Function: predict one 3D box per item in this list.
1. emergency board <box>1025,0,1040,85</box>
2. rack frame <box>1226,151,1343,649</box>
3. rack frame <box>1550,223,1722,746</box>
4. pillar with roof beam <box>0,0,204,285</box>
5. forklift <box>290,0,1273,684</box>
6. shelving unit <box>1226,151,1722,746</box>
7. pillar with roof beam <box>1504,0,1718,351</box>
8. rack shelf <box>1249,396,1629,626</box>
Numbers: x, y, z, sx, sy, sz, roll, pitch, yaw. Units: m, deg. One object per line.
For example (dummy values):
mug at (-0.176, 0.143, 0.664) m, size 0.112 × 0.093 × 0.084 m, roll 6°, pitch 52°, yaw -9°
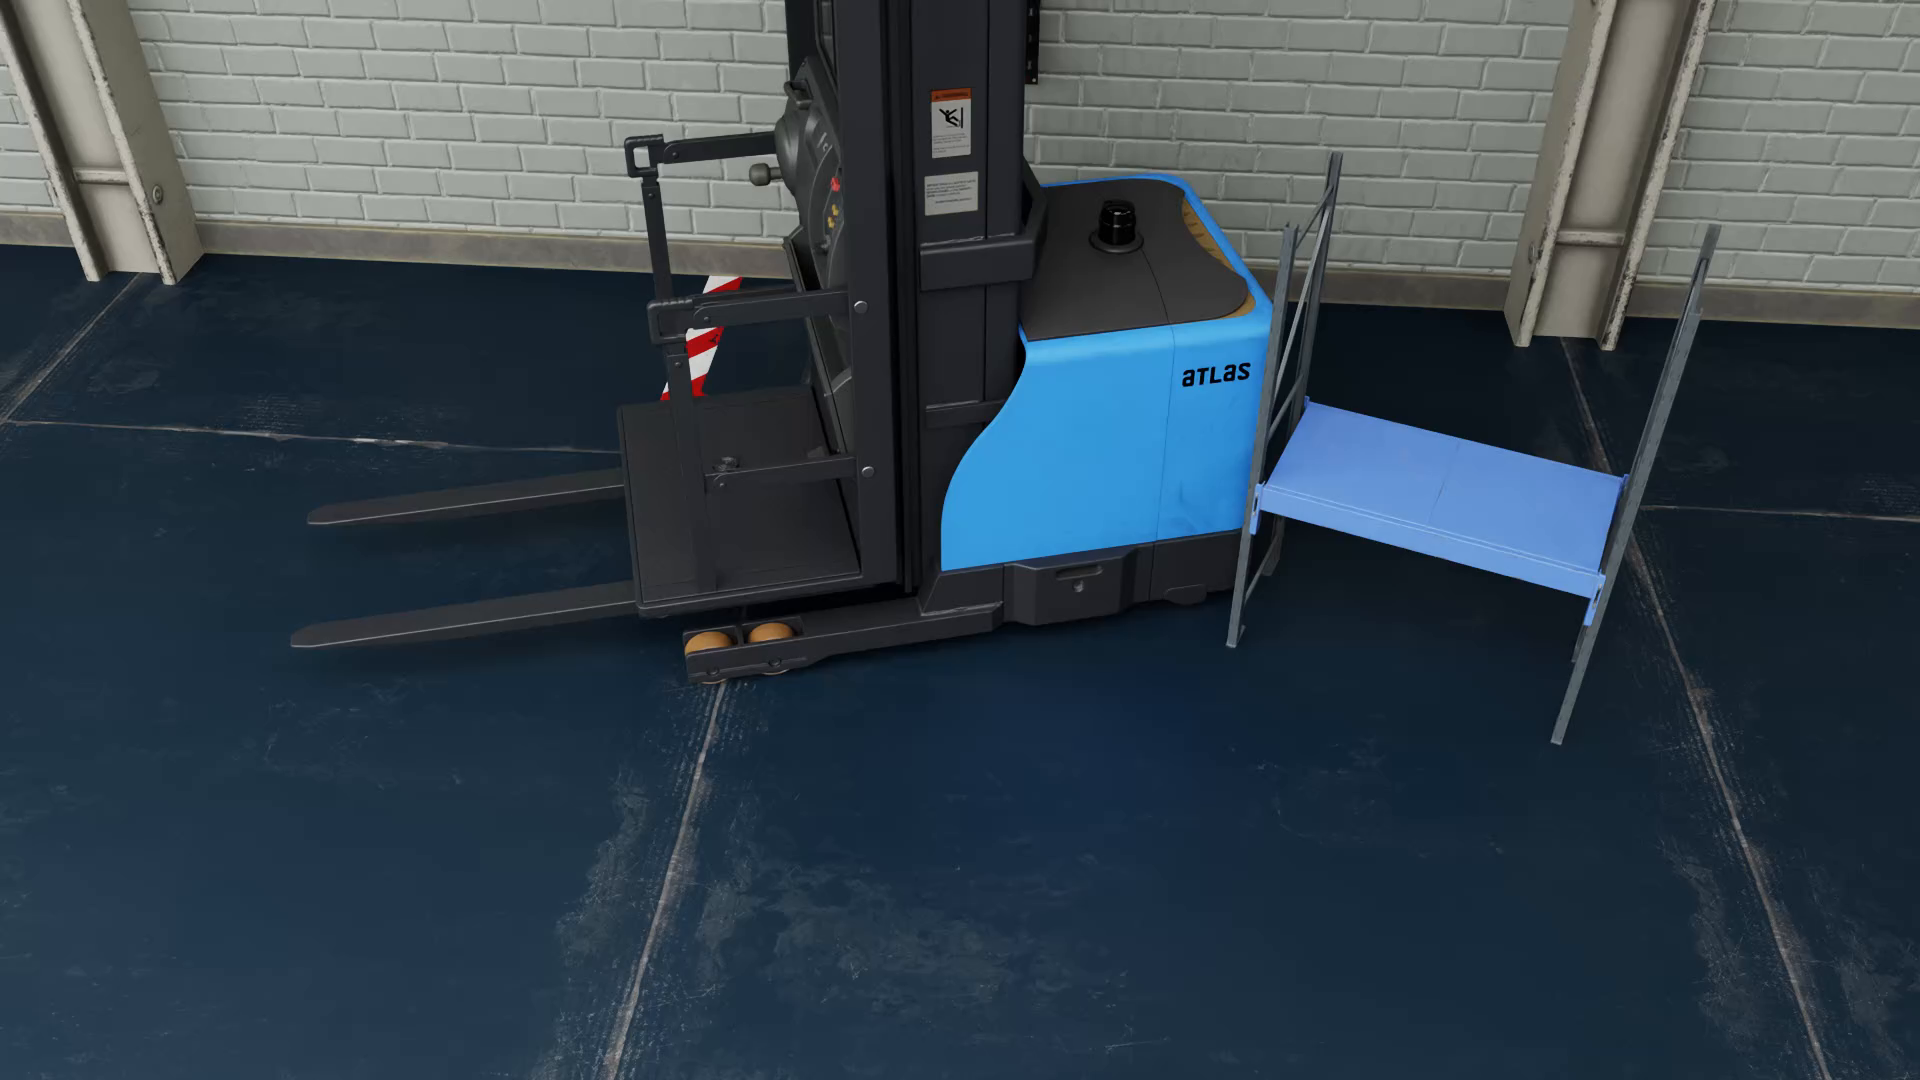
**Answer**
emergency board at (-0.008, -2.191, 6.066) m, size 0.643 × 1.169 × 0.194 m, roll 3°, pitch 39°, yaw 4°
rack frame at (0.972, -0.381, 5.030) m, size 0.032 × 1.500 × 0.500 m, roll 16°, pitch 42°, yaw 19°
rack frame at (1.895, -0.111, 4.699) m, size 0.032 × 1.500 × 0.500 m, roll 16°, pitch 42°, yaw 19°
pillar with roof beam at (-3.898, -1.979, 1.052) m, size 0.400 × 9.000 × 9.100 m, roll 3°, pitch 39°, yaw 4°
forklift at (-0.608, -1.053, 4.722) m, size 3.031 × 2.935 × 1.130 m, roll -8°, pitch 40°, yaw -10°
shelving unit at (1.434, -0.246, 4.864) m, size 1.048 × 1.500 × 0.538 m, roll 16°, pitch 42°, yaw 19°
pillar with roof beam at (2.080, -1.652, 0.651) m, size 0.400 × 9.000 × 9.100 m, roll 3°, pitch 39°, yaw 4°
rack shelf at (1.434, -0.107, 4.978) m, size 1.000 × 0.185 × 0.538 m, roll 16°, pitch 42°, yaw 19°
